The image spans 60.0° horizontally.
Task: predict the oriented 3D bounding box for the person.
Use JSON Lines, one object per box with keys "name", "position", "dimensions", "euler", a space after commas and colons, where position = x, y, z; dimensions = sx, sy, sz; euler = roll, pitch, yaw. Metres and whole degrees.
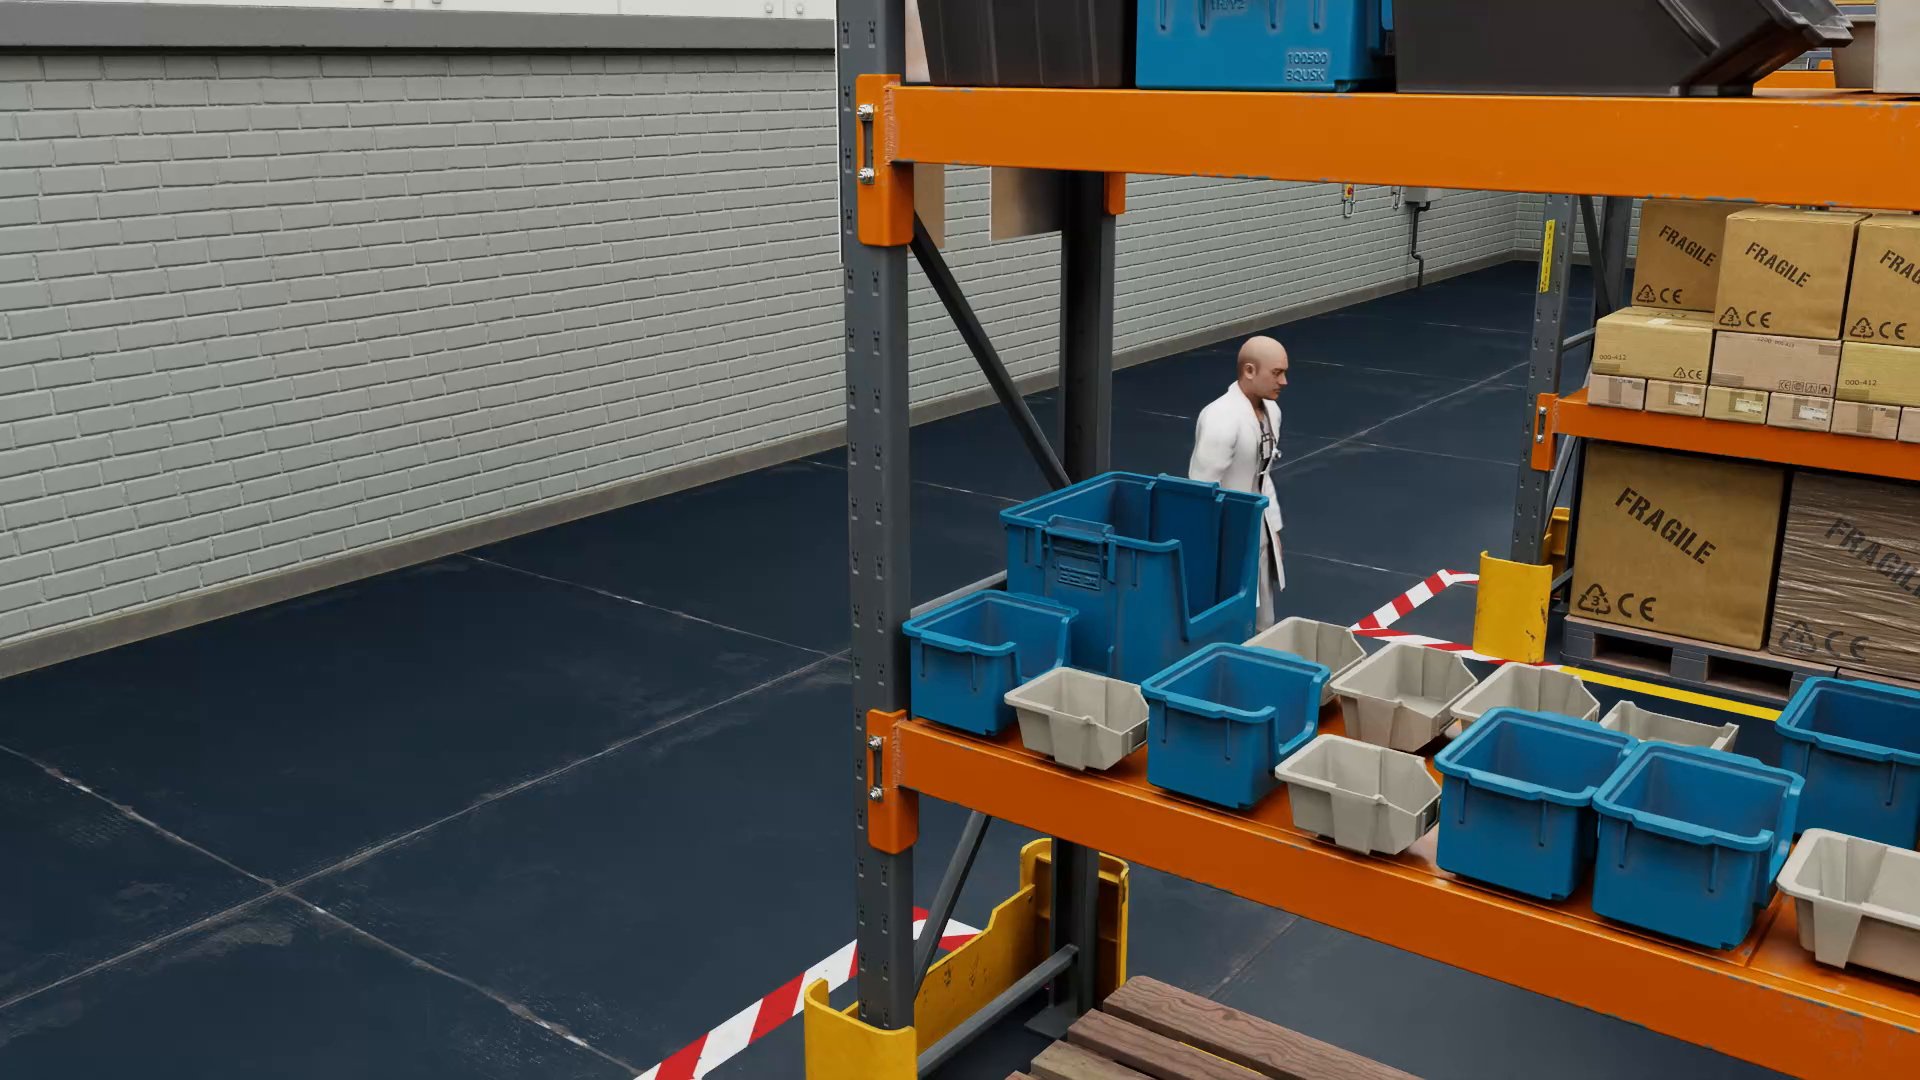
{"name": "person", "position": [1.170, 0.026, 6.975], "dimensions": [0.427, 1.773, 0.641], "euler": [12, 20, 35]}
